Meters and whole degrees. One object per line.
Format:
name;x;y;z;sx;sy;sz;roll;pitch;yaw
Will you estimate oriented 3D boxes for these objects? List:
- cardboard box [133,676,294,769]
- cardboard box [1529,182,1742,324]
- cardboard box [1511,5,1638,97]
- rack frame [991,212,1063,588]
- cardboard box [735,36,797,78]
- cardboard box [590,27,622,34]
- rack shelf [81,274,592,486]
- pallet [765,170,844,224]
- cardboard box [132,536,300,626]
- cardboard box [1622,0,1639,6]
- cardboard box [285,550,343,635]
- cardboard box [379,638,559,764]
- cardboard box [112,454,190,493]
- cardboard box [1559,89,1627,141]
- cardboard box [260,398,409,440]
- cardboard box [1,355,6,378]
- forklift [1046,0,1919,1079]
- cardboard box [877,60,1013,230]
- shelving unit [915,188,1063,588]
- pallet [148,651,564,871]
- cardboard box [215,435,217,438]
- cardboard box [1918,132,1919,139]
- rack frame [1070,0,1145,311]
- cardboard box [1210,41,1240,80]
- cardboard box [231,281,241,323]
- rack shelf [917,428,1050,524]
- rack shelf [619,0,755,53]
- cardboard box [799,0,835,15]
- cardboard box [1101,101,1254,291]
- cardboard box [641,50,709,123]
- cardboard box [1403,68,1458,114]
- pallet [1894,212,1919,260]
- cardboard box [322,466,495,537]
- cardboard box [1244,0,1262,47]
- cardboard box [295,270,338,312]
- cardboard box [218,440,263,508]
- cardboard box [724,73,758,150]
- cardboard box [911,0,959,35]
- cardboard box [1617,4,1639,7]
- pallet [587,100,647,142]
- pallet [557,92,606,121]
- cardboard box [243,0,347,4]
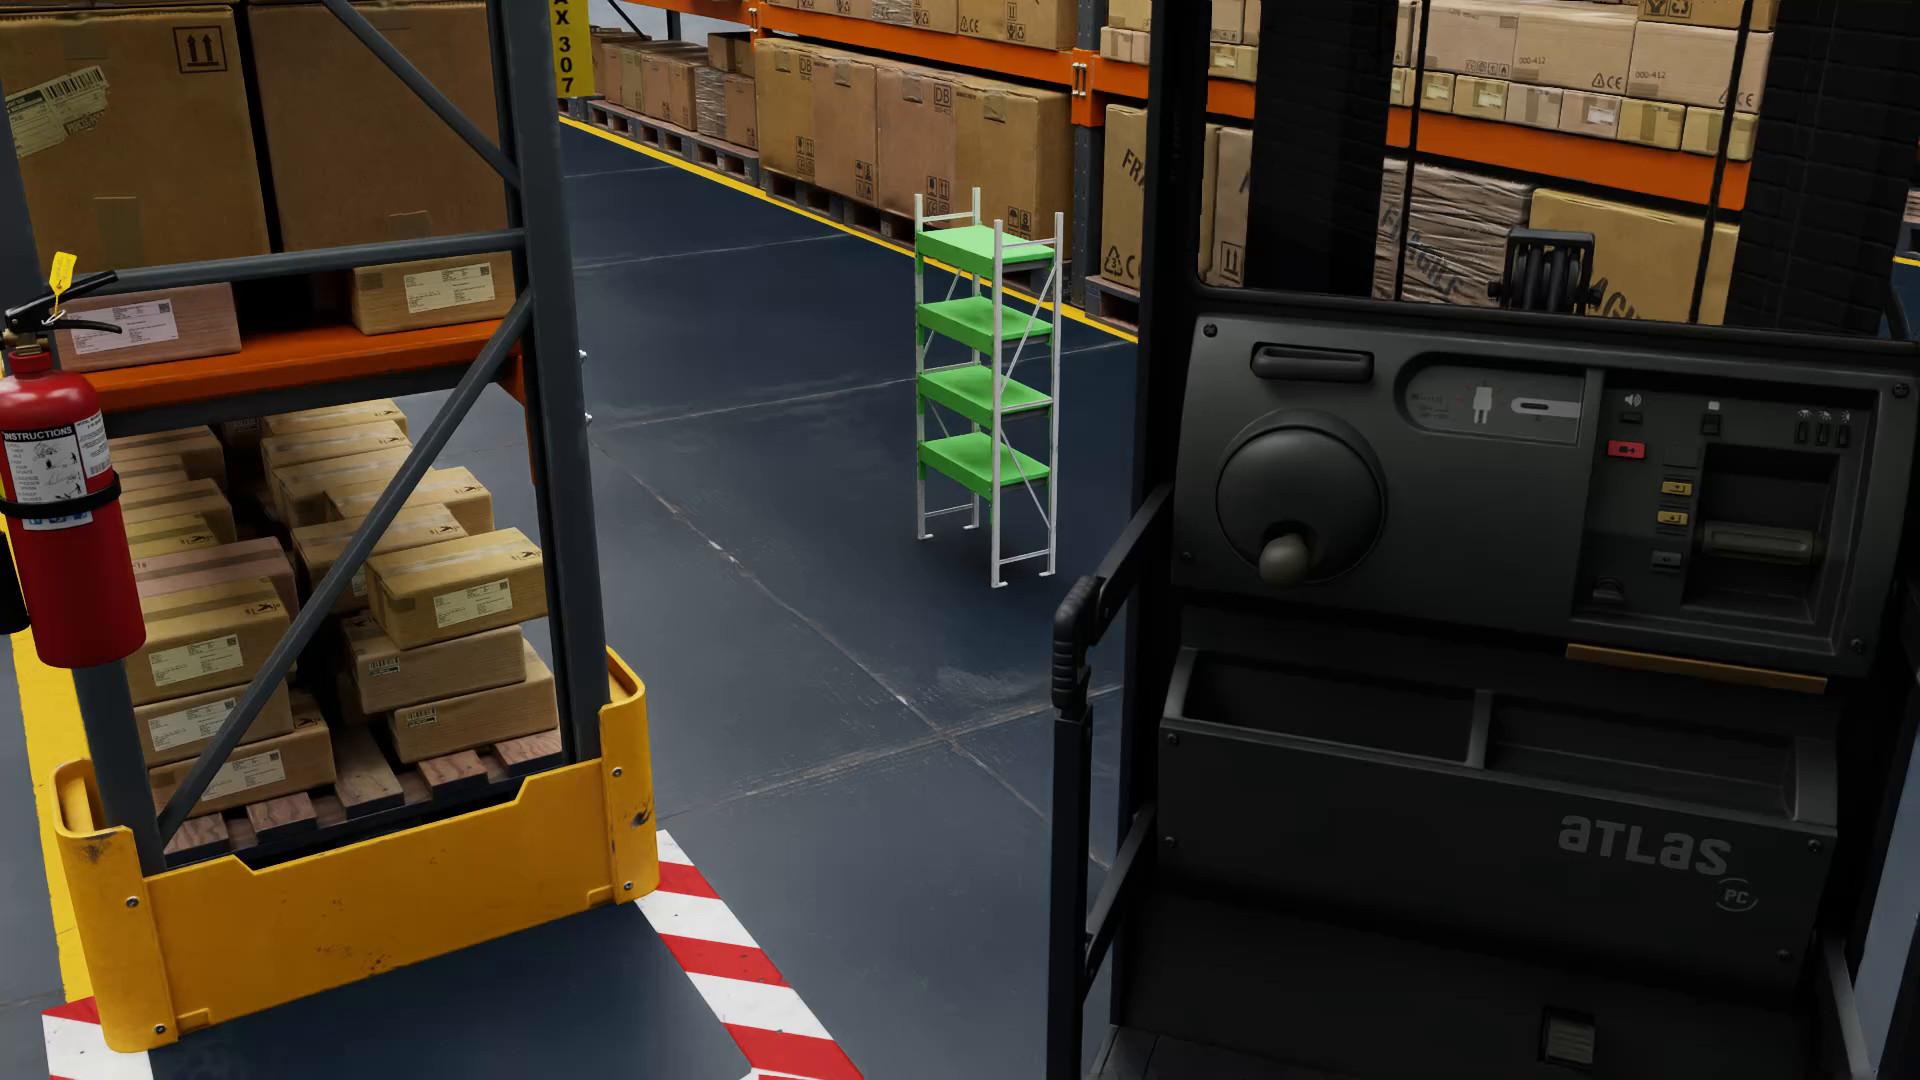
cardboard box;-1.738;0.369;3.755;0.380;0.149;0.250;-13;26;-30
cardboard box;2.697;-0.827;6.127;0.875;0.875;0.875;-13;25;-28
cardboard box;2.359;-1.764;5.971;0.500;0.250;0.500;-13;26;-29
rack frame;0.209;-0.423;5.259;0.240;1.200;0.015;-13;25;-28
cardboard box;-1.362;-3.619;12.472;0.500;0.250;0.500;-11;25;-26
cardboard box;-3.506;-4.667;16.073;0.500;0.500;0.500;-5;23;-11
rack shelf;-2.244;-0.818;4.796;1.077;0.370;4.000;-13;25;-28
pallet;-0.656;-2.453;11.567;1.003;0.211;1.213;-13;25;-28
cardboard box;-1.790;0.132;3.942;0.380;0.149;0.250;-12;25;-27
cardboard box;2.824;-2.210;6.073;0.500;0.500;0.500;-13;26;-30
cardboard box;-1.562;0.104;4.406;0.380;0.149;0.250;-12;25;-28
cardboard box;-1.215;0.391;4.094;0.380;0.149;0.250;-12;25;-27
cardboard box;-2.294;-0.100;4.512;0.380;0.149;0.250;-12;25;-26
cardboard box;2.366;-1.526;5.917;0.380;0.149;0.250;-13;25;-28
cardboard box;-1.888;-0.311;5.030;0.380;0.149;0.250;-12;25;-27
cardboard box;-3.356;-0.631;6.215;0.380;0.149;0.250;-11;25;-26
forklift;0.697;-0.062;2.072;1.130;2.935;3.031;8;23;18
cardboard box;0.248;-2.423;10.052;1.225;0.875;0.875;-14;26;-30
shelving unit;0.085;-0.502;5.454;0.258;1.200;0.503;-13;25;-28
pallet;-1.646;0.494;4.317;1.003;0.211;1.213;-13;25;-28
cardboard box;-2.491;-0.329;5.866;0.380;0.149;0.250;-13;26;-30
cardboard box;3.195;-1.487;5.820;0.380;0.149;0.250;-12;25;-28
rack frame;1.050;-2.720;8.520;1.000;3.000;0.127;-13;25;-28
cardboard box;1.320;-2.189;7.547;0.380;0.149;0.250;-13;26;-30
cardboard box;-1.727;-0.526;3.457;0.380;0.149;0.250;-13;25;-28
rack shelf;0.085;-0.221;5.568;0.258;0.148;0.480;-13;25;-28
rack shelf;-2.015;-4.329;13.434;1.077;0.370;4.000;-13;25;-28
cardboard box;-0.714;-3.685;10.761;0.500;0.500;0.500;-13;26;-30
cardboard box;1.318;-1.701;8.277;0.875;0.875;0.875;-13;25;-28
cardboard box;-2.228;-3.814;13.946;0.700;0.500;0.500;-15;27;-33
cardboard box;1.972;-1.775;6.528;0.380;0.149;0.250;-13;25;-28
pallet;6.344;-1.755;9.849;1.003;0.211;1.213;-13;25;-28
cardboard box;-1.461;-0.061;4.415;0.380;0.149;0.250;-13;25;-28
cardboard box;1.584;-2.257;7.186;0.500;0.250;0.500;-12;25;-27
cardboard box;-1.272;-0.630;3.711;0.380;0.149;0.250;-12;25;-26
cardboard box;-2.121;-0.237;5.244;0.380;0.149;0.250;-11;25;-26
cardboard box;-1.353;-3.274;12.618;0.700;0.500;0.500;-14;26;-31
cardboard box;0.056;-3.195;9.554;0.500;0.500;0.500;-13;25;-29
cardboard box;2.809;-1.868;6.227;0.500;0.250;0.500;-13;25;-29
pallet;-2.638;-3.766;14.797;1.003;0.211;1.213;-13;25;-28
pallet;-3.410;-4.229;15.934;1.003;0.211;1.213;-13;25;-28
cardboard box;-1.224;-1.348;3.288;0.500;0.500;0.500;-13;25;-29
